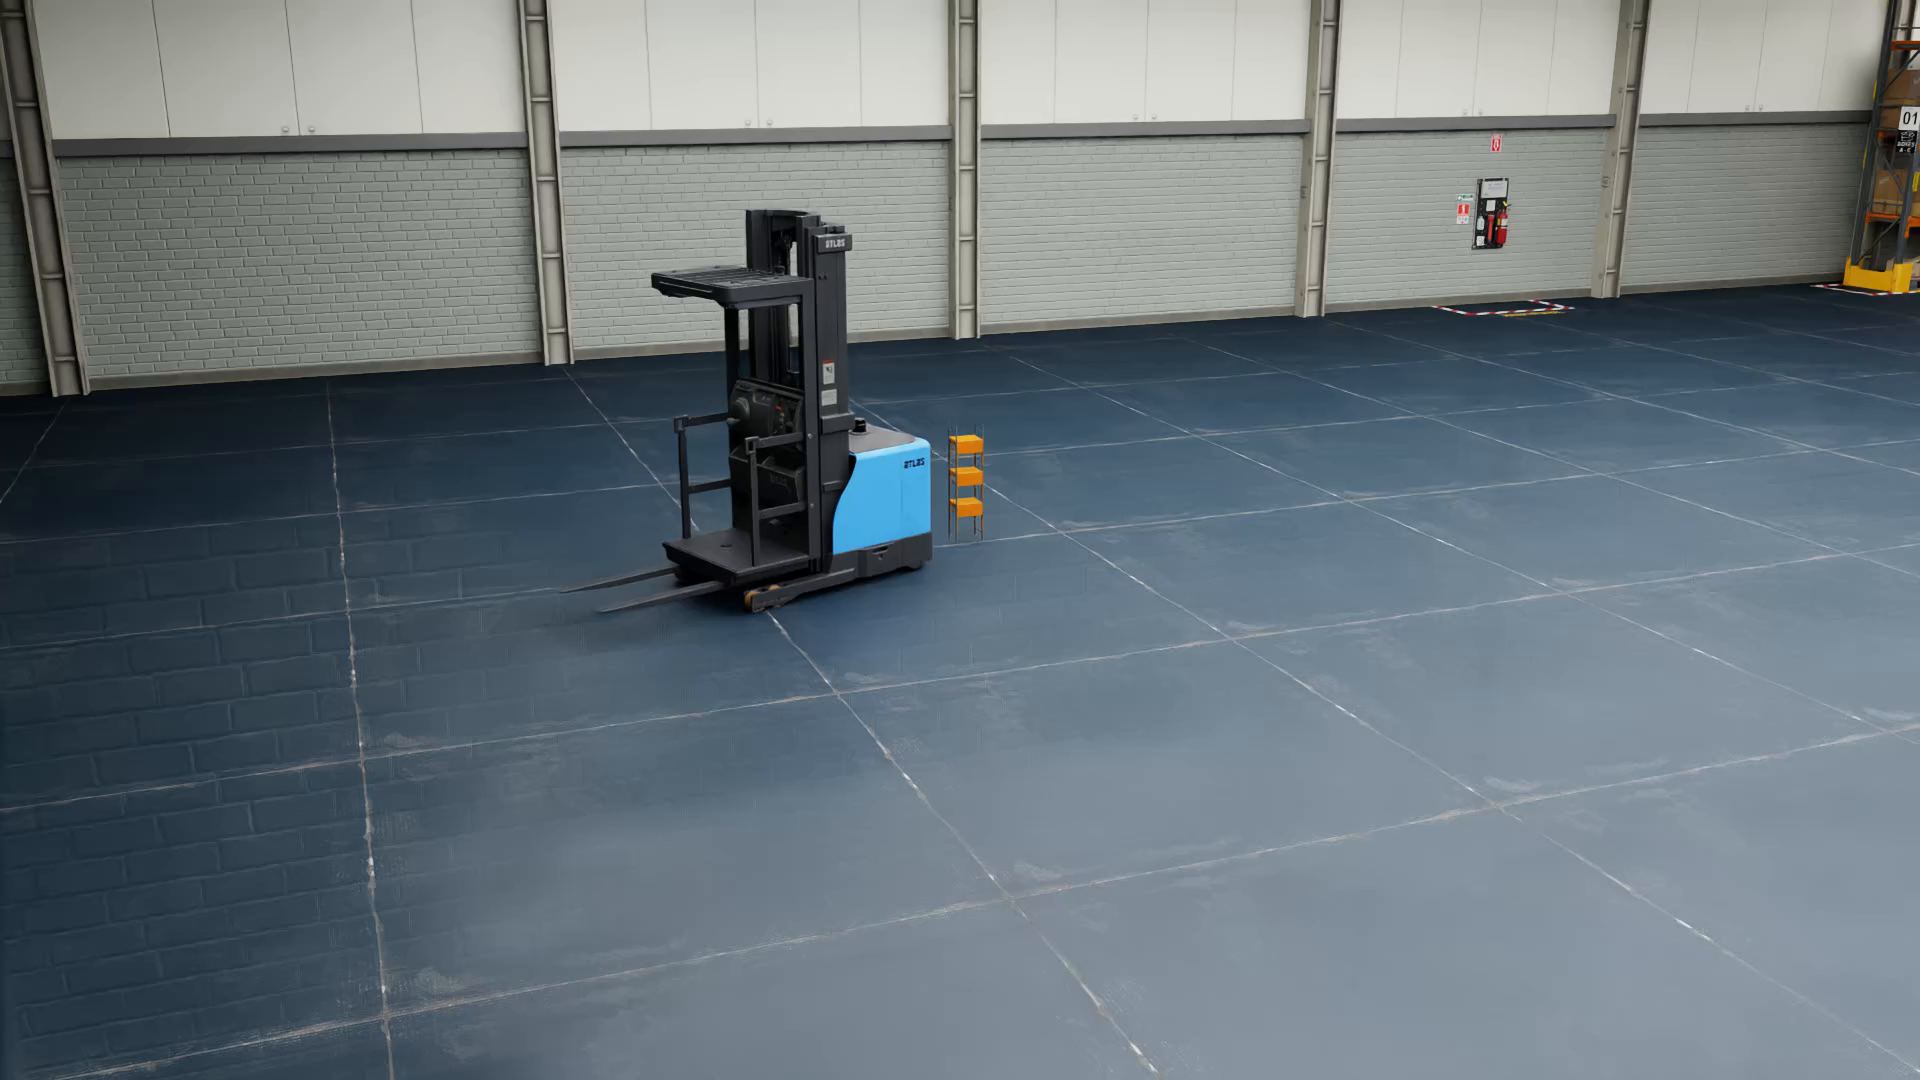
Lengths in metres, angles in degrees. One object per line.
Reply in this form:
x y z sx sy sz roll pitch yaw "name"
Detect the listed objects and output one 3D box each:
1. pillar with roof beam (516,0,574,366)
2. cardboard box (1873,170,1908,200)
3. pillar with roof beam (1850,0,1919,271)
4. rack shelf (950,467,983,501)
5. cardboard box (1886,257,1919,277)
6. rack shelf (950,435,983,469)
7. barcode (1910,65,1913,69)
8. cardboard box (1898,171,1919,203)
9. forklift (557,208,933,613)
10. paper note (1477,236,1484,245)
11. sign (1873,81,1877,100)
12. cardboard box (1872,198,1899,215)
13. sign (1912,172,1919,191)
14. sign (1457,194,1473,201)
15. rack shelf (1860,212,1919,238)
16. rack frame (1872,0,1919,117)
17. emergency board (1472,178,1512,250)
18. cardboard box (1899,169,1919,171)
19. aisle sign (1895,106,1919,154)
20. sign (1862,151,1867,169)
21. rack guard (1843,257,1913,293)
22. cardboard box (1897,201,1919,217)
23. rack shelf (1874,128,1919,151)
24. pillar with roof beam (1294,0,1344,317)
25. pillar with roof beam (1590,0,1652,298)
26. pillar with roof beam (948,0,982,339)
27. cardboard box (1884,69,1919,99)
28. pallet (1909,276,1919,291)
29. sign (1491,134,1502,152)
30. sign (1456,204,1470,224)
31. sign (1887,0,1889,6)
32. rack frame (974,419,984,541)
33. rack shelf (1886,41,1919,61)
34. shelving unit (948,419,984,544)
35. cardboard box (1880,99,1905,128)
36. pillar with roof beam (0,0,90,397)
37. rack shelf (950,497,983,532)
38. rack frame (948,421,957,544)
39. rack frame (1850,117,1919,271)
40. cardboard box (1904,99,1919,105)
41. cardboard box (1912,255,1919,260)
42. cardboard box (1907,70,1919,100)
-3.996 -5.626 17.787 0.400 9.000 9.100 -6 17 -20 "pillar with roof beam"
16.894 -6.403 29.979 0.500 0.500 0.500 -6 18 -21 "cardboard box"
18.415 -8.046 26.027 0.400 9.000 9.100 -6 17 -20 "pillar with roof beam"
0.050 -0.499 14.472 0.240 0.259 0.215 -6 17 -20 "rack shelf"
17.208 -4.969 30.188 0.500 0.311 0.500 -8 18 -26 "cardboard box"
0.050 -0.771 14.392 0.240 0.259 0.215 -6 17 -20 "rack shelf"
17.014 -8.460 29.743 0.075 0.075 0.001 -6 17 -20 "barcode"
17.083 -6.269 29.521 0.500 0.500 0.500 -6 17 -20 "cardboard box"
-1.675 -1.020 12.870 3.031 2.935 1.130 -14 21 -39 "forklift"
8.760 -5.034 27.980 0.142 0.148 0.016 -6 17 -20 "paper note"
16.350 -8.014 29.671 0.005 0.325 0.100 -6 17 -20 "sign"
16.897 -6.038 30.066 0.500 0.250 0.500 -6 17 -19 "cardboard box"
16.724 -6.275 29.106 0.005 0.325 0.100 -6 17 -20 "sign"
8.404 -5.697 27.671 0.331 0.109 0.001 -6 17 -20 "sign"
18.398 -5.859 30.502 4.000 0.370 1.077 -6 17 -20 "rack shelf"
16.530 -8.881 28.868 0.127 3.000 1.000 -6 17 -20 "rack frame"
8.950 -5.456 27.855 0.643 1.169 0.194 -6 17 -20 "emergency board"
17.368 -6.451 30.143 0.500 0.500 0.500 -6 17 -19 "cardboard box"
16.570 -7.163 29.054 0.004 0.787 0.394 -6 17 -20 "aisle sign"
16.350 -6.857 30.010 0.005 0.325 0.100 -6 17 -20 "sign"
16.601 -4.810 30.092 0.348 0.500 1.175 -6 17 -20 "rack guard"
17.099 -5.905 29.615 0.500 0.250 0.500 -7 18 -22 "cardboard box"
18.398 -7.298 30.079 4.000 0.370 1.077 -6 17 -20 "rack shelf"
7.209 -6.836 21.907 0.400 9.000 9.100 -6 17 -20 "pillar with roof beam"
12.812 -7.441 23.967 0.400 9.000 9.100 -6 17 -20 "pillar with roof beam"
1.606 -6.231 19.847 0.400 9.000 9.100 -6 17 -20 "pillar with roof beam"
16.839 -8.091 29.516 0.500 0.500 0.500 -5 17 -18 "cardboard box"
17.372 -4.744 30.380 1.213 0.211 1.003 -6 17 -20 "pallet"
8.907 -6.594 27.615 0.199 0.298 0.001 -6 17 -20 "sign"
8.397 -5.445 27.752 0.234 0.329 0.001 -6 17 -20 "sign"
16.350 -9.553 29.219 0.005 0.325 0.100 -6 17 -20 "sign"
0.164 -0.521 14.511 0.008 1.050 0.200 -6 17 -20 "rack frame"
18.398 -8.735 29.657 4.000 0.370 1.077 -6 17 -20 "rack shelf"
0.050 -0.509 14.469 0.252 1.050 0.215 -6 17 -20 "shelving unit"
16.829 -7.608 29.644 0.500 0.500 0.500 -5 17 -16 "cardboard box"
-9.599 -5.021 15.727 0.400 9.000 9.100 -6 17 -20 "pillar with roof beam"
0.050 -0.232 14.550 0.240 0.259 0.215 -6 17 -20 "rack shelf"
-0.064 -0.497 14.427 0.008 1.050 0.200 -6 17 -20 "rack frame"
16.530 -6.002 29.714 0.127 3.000 1.000 -6 17 -20 "rack frame"
16.932 -7.467 29.165 0.500 0.500 0.500 -6 17 -19 "cardboard box"
17.741 -5.027 30.383 0.500 0.311 0.500 -5 17 -15 "cardboard box"
16.977 -7.954 29.048 0.500 0.500 0.500 -8 18 -24 "cardboard box"
